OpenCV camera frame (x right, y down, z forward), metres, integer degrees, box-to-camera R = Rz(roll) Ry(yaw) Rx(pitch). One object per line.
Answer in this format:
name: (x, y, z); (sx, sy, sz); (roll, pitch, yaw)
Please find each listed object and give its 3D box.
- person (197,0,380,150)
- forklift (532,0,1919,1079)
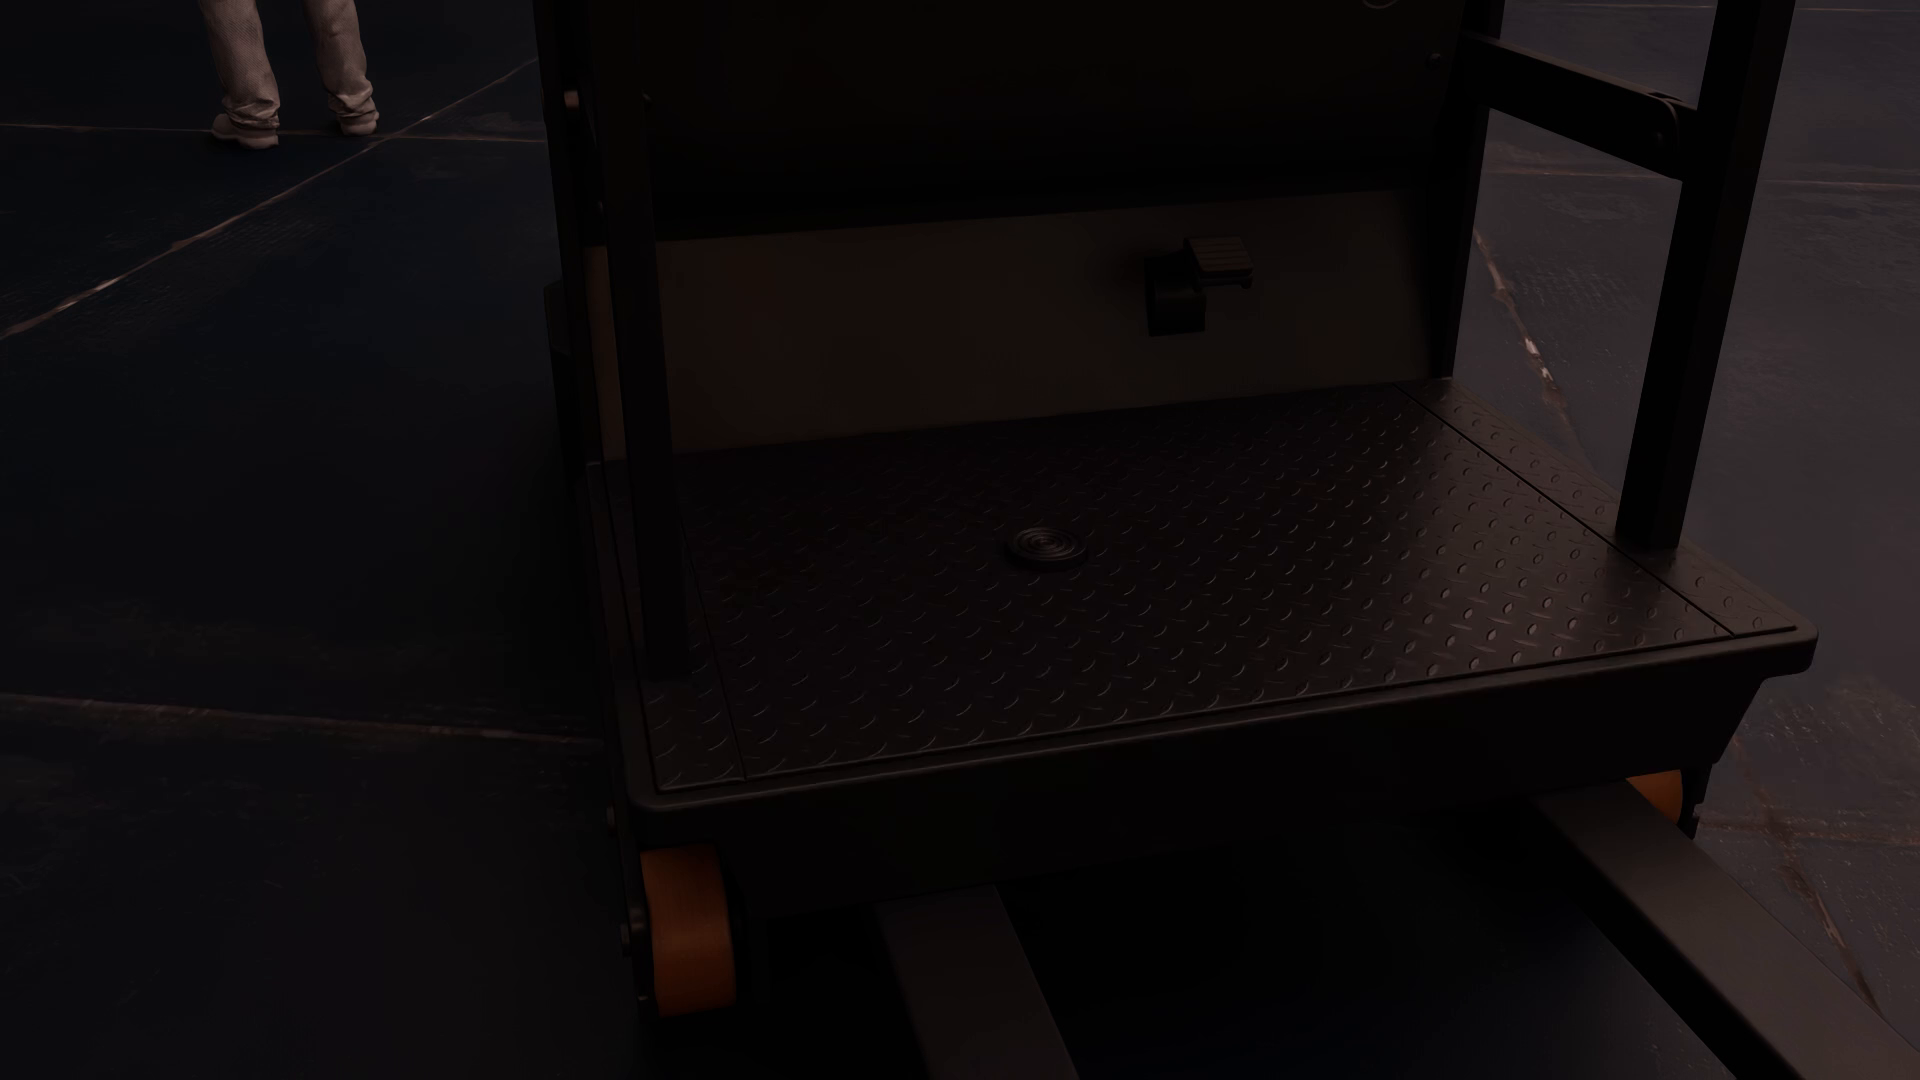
person: (-1.947, -1.967, 4.462); (0.579, 1.769, 0.467); (-19, 32, -33)
forklift: (0.153, -1.049, 1.319); (1.130, 2.935, 3.031); (-7, 27, -13)
